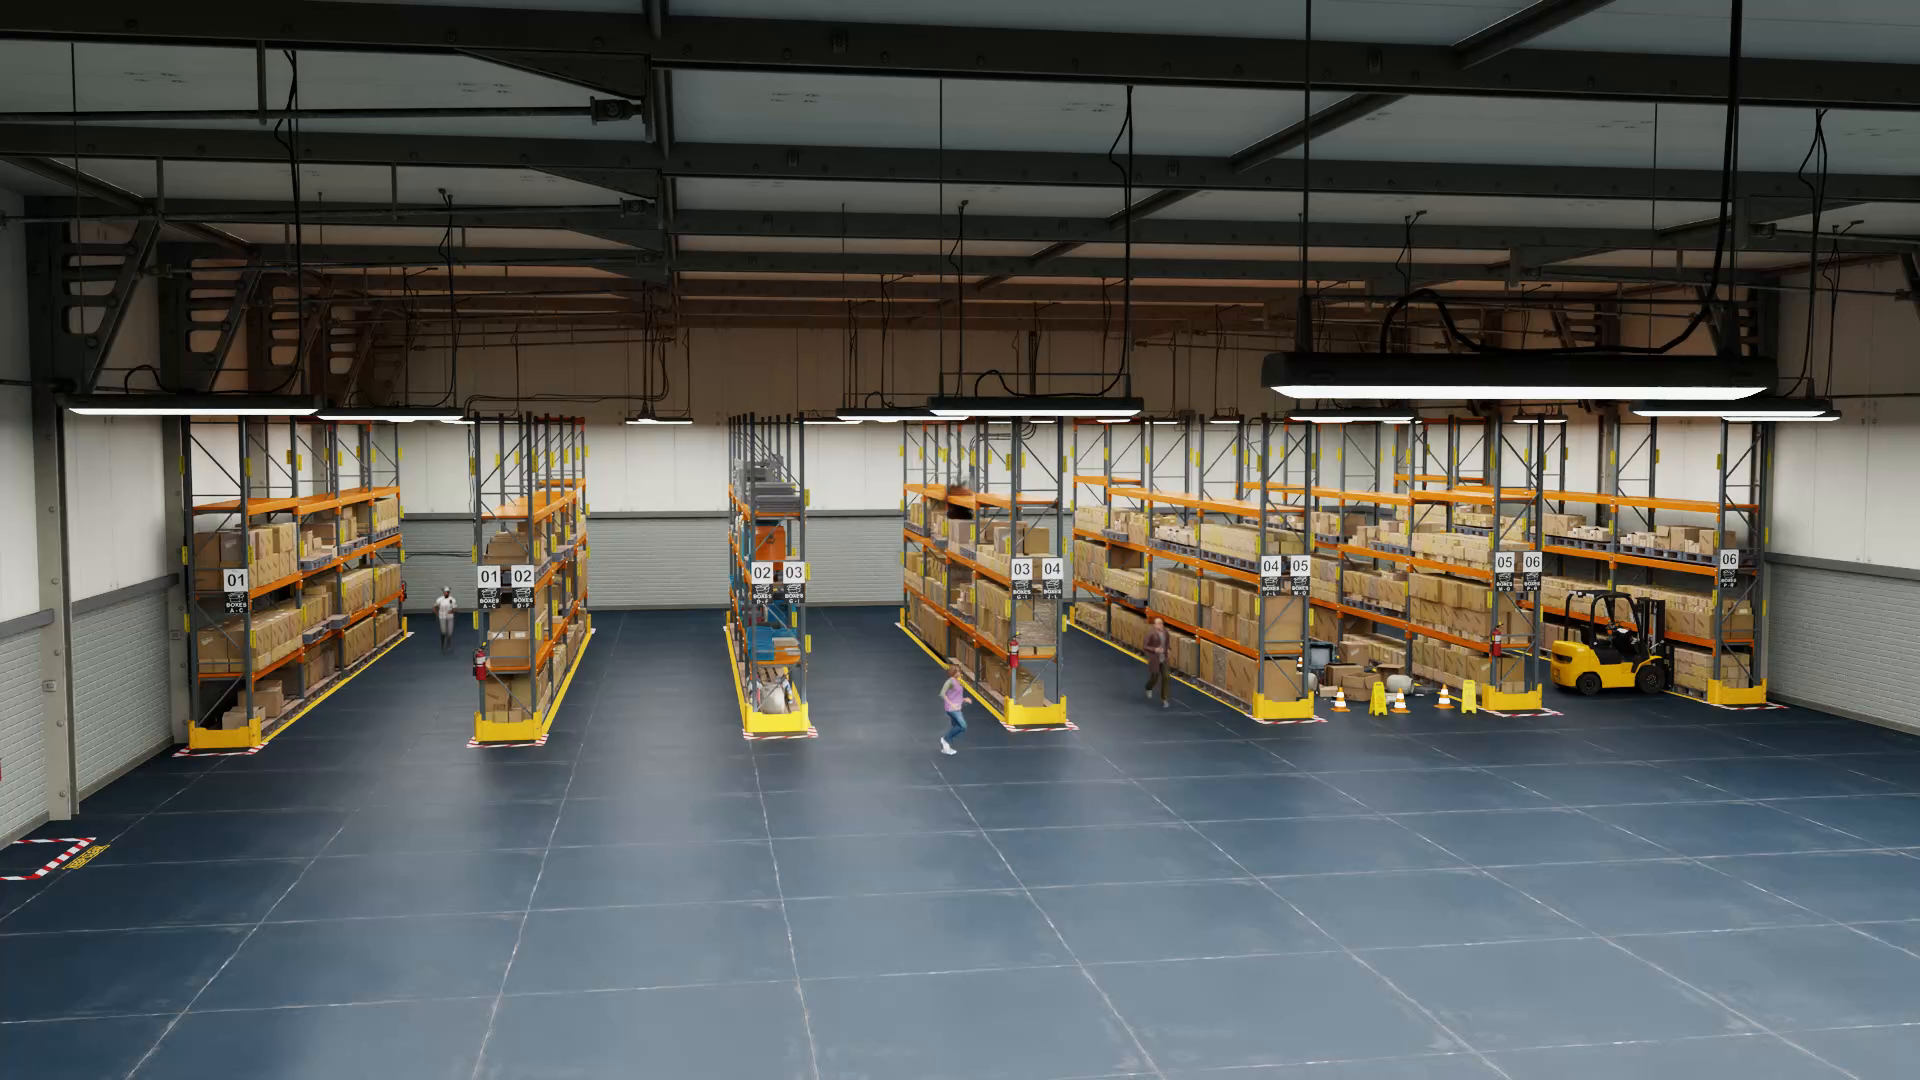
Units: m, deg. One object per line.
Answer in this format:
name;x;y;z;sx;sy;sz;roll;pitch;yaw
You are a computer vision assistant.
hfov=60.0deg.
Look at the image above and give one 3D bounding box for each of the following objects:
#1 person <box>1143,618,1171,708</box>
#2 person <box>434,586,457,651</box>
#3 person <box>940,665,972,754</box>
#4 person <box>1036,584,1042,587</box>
person;4.068;2.522;34.315;0.742;1.836;1.008;-2;4;-23
person;-13.063;2.005;42.274;0.552;1.663;0.617;-2;4;-22
person;-0.079;2.962;29.015;0.547;1.557;0.514;1;4;16
person;2.070;1.594;48.191;0.707;1.724;0.916;1;4;17
